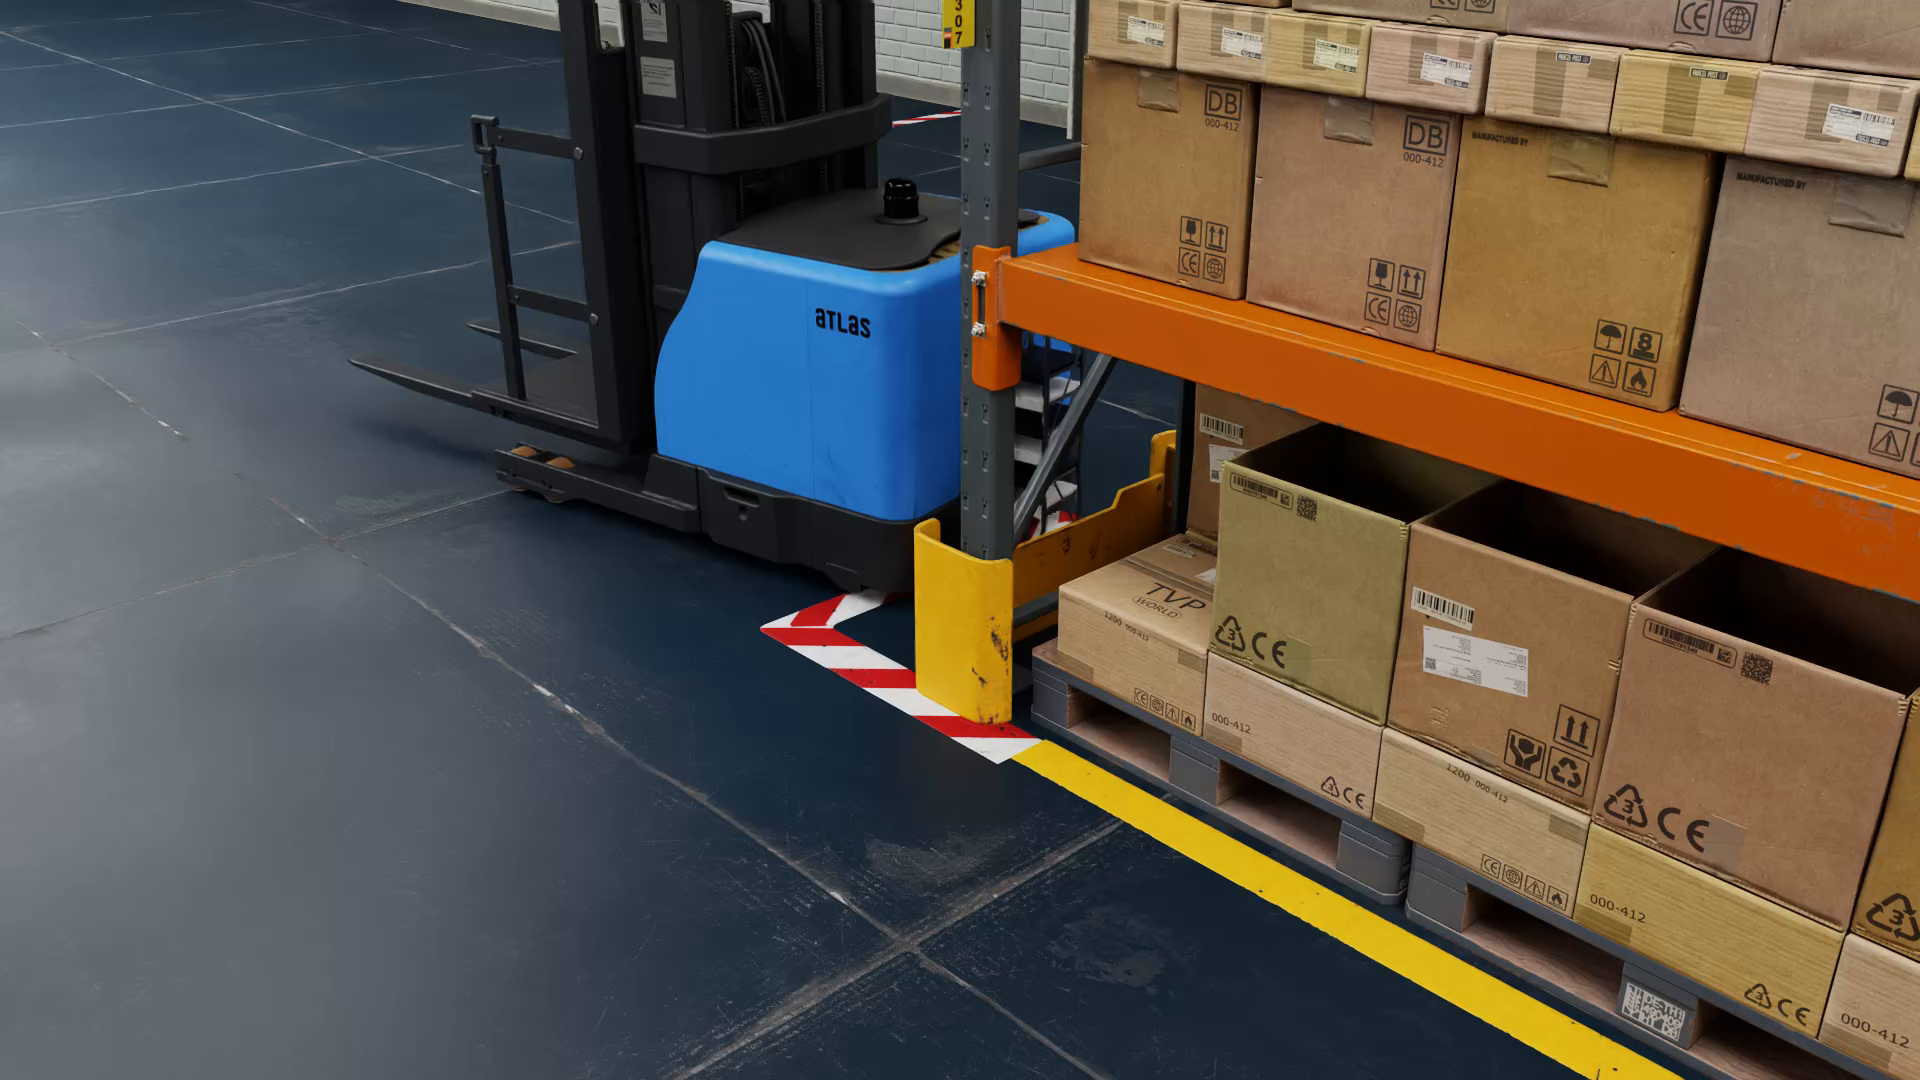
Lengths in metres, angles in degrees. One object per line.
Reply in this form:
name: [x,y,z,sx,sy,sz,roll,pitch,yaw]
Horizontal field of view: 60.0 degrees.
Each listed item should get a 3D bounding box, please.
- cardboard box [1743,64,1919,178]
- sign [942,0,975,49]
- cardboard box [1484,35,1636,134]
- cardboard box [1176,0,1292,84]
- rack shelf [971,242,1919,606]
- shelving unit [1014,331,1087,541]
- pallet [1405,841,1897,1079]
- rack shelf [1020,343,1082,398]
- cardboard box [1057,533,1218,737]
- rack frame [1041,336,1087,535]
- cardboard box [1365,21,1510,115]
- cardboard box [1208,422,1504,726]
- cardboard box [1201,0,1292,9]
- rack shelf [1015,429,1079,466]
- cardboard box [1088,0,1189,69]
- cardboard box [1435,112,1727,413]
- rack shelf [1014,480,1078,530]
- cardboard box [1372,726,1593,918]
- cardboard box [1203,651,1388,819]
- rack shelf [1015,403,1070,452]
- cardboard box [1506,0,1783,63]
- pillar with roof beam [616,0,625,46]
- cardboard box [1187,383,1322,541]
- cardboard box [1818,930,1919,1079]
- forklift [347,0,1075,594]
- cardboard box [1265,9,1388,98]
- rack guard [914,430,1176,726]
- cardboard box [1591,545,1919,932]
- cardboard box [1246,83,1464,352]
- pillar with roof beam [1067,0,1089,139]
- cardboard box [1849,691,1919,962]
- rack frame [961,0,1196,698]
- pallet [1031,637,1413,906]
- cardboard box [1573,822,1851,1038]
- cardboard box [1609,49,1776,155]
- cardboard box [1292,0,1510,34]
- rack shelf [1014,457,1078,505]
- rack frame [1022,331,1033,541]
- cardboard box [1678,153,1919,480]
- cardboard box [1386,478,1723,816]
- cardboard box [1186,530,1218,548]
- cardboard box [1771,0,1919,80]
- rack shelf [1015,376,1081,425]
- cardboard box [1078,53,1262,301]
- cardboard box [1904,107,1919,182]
cardboard box: [1.567,-0.743,2.862,0.380,0.149,0.250,-21,32,-38]
sign: [-0.003,-1.322,3.896,0.100,0.325,0.005,-21,32,-38]
cardboard box: [1.224,-0.896,3.199,0.250,0.149,0.380,23,33,40]
cardboard box: [0.699,-1.129,3.710,0.380,0.149,0.250,-22,33,-40]
rack shelf: [1.773,-0.115,3.254,1.077,0.370,4.000,-21,32,-38]
shelving unit: [0.249,-0.326,5.379,0.210,0.900,0.258,16,29,32]
pallet: [1.789,0.810,3.720,1.003,0.211,1.213,-21,32,-38]
rack shelf: [0.249,-0.541,5.281,0.200,0.077,0.258,16,29,32]
cardboard box: [0.610,0.237,4.422,0.500,0.250,0.500,-21,32,-38]
rack frame: [0.332,-0.301,5.326,0.006,0.900,0.240,16,29,32]
cardboard box: [1.040,-0.976,3.374,0.380,0.149,0.250,-22,32,-39]
cardboard box: [0.953,0.047,3.936,0.500,0.500,0.500,-21,32,-38]
cardboard box: [0.752,-1.523,3.790,0.700,0.500,0.500,-21,32,-38]
rack shelf: [0.249,-0.295,5.393,0.200,0.077,0.258,16,29,32]
cardboard box: [0.517,-1.209,3.883,0.380,0.149,0.250,-22,32,-39]
cardboard box: [1.413,-0.639,3.415,0.700,0.500,0.500,-21,32,-38]
rack shelf: [0.249,-0.131,5.468,0.200,0.077,0.258,16,29,32]
cardboard box: [1.296,0.539,3.760,0.500,0.250,0.500,-21,32,-38]
cardboard box: [0.955,0.388,4.093,0.500,0.250,0.500,-21,32,-38]
rack shelf: [0.249,-0.377,5.356,0.200,0.077,0.258,16,29,32]
cardboard box: [1.460,-1.212,3.110,0.700,0.500,0.500,-21,32,-38]
pillar with roof beam: [-6.215,-7.632,11.636,9.100,9.000,0.400,-21,32,-38]
cardboard box: [0.990,-0.251,4.590,0.500,0.500,0.500,-21,32,-38]
cardboard box: [1.976,0.844,3.094,0.500,0.250,0.500,-21,32,-38]
forklift: [-1.098,-1.626,5.782,3.031,2.935,1.130,16,29,32]
cardboard box: [0.869,-1.054,3.543,0.380,0.149,0.250,-21,32,-38]
rack guard: [0.390,0.082,4.968,1.175,0.500,0.348,-21,32,-38]
cardboard box: [1.633,0.351,3.269,0.500,0.500,0.500,-21,32,-38]
cardboard box: [1.078,-0.791,3.749,0.700,0.500,0.500,-20,31,-37]
pillar with roof beam: [-2.114,-5.814,7.652,9.100,9.000,0.400,-21,32,-38]
cardboard box: [1.986,0.499,2.946,0.500,0.500,0.500,-21,32,-38]
rack frame: [0.406,-1.048,4.433,1.000,3.000,0.127,-21,32,-38]
pallet: [0.959,0.440,4.530,1.003,0.211,1.213,-21,32,-38]
cardboard box: [1.634,0.692,3.425,0.500,0.250,0.500,-21,32,-38]
cardboard box: [1.399,-0.819,3.029,0.380,0.149,0.250,-22,32,-39]
cardboard box: [1.115,-1.365,3.444,0.700,0.500,0.500,-22,33,-40]
rack shelf: [0.249,-0.213,5.430,0.200,0.077,0.258,16,29,32]
rack frame: [0.166,-0.350,5.433,0.006,0.900,0.240,16,29,32]
cardboard box: [1.776,-0.480,3.068,0.700,0.500,0.500,-20,31,-37]
cardboard box: [1.304,0.195,3.612,0.500,0.500,0.500,-21,32,-38]
cardboard box: [0.988,0.091,4.744,0.500,0.250,0.500,-21,32,-38]
cardboard box: [1.803,-1.061,2.777,0.700,0.500,0.500,-21,32,-38]
rack shelf: [0.249,-0.459,5.318,0.200,0.077,0.258,16,29,32]
cardboard box: [0.716,-0.948,4.095,0.700,0.500,0.500,-21,32,-38]
cardboard box: [1.747,-0.663,2.688,0.380,0.149,0.250,-20,31,-37]
